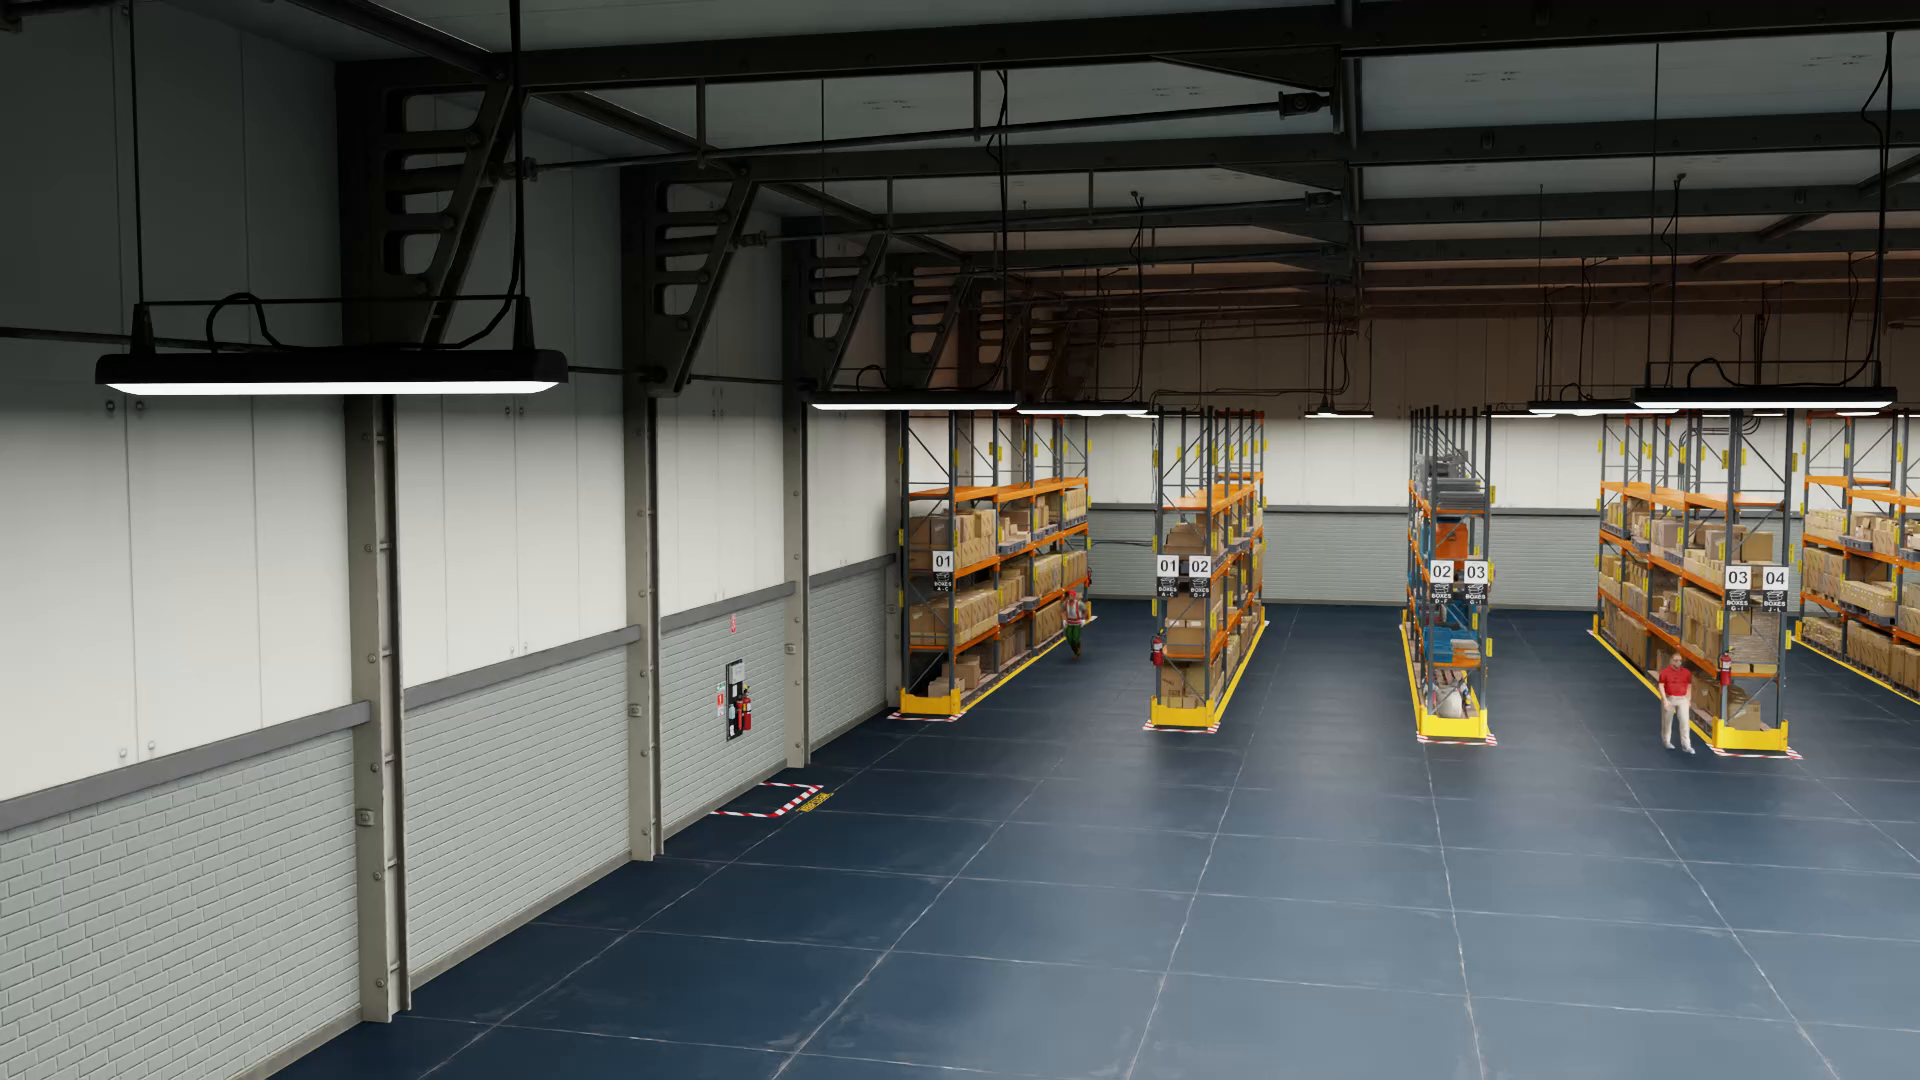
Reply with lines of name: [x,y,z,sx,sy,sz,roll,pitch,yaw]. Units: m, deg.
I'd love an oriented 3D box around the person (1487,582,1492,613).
person: [15.294,1.352,48.520,0.662,1.754,0.579,-2,5,-28]

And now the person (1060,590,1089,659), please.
person: [2.738,2.023,39.915,0.686,1.688,0.624,2,4,22]

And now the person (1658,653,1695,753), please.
person: [12.339,2.801,28.665,0.557,1.687,0.956,1,4,15]

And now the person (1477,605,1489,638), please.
person: [13.590,1.804,43.631,0.645,1.600,0.455,-1,4,-9]
